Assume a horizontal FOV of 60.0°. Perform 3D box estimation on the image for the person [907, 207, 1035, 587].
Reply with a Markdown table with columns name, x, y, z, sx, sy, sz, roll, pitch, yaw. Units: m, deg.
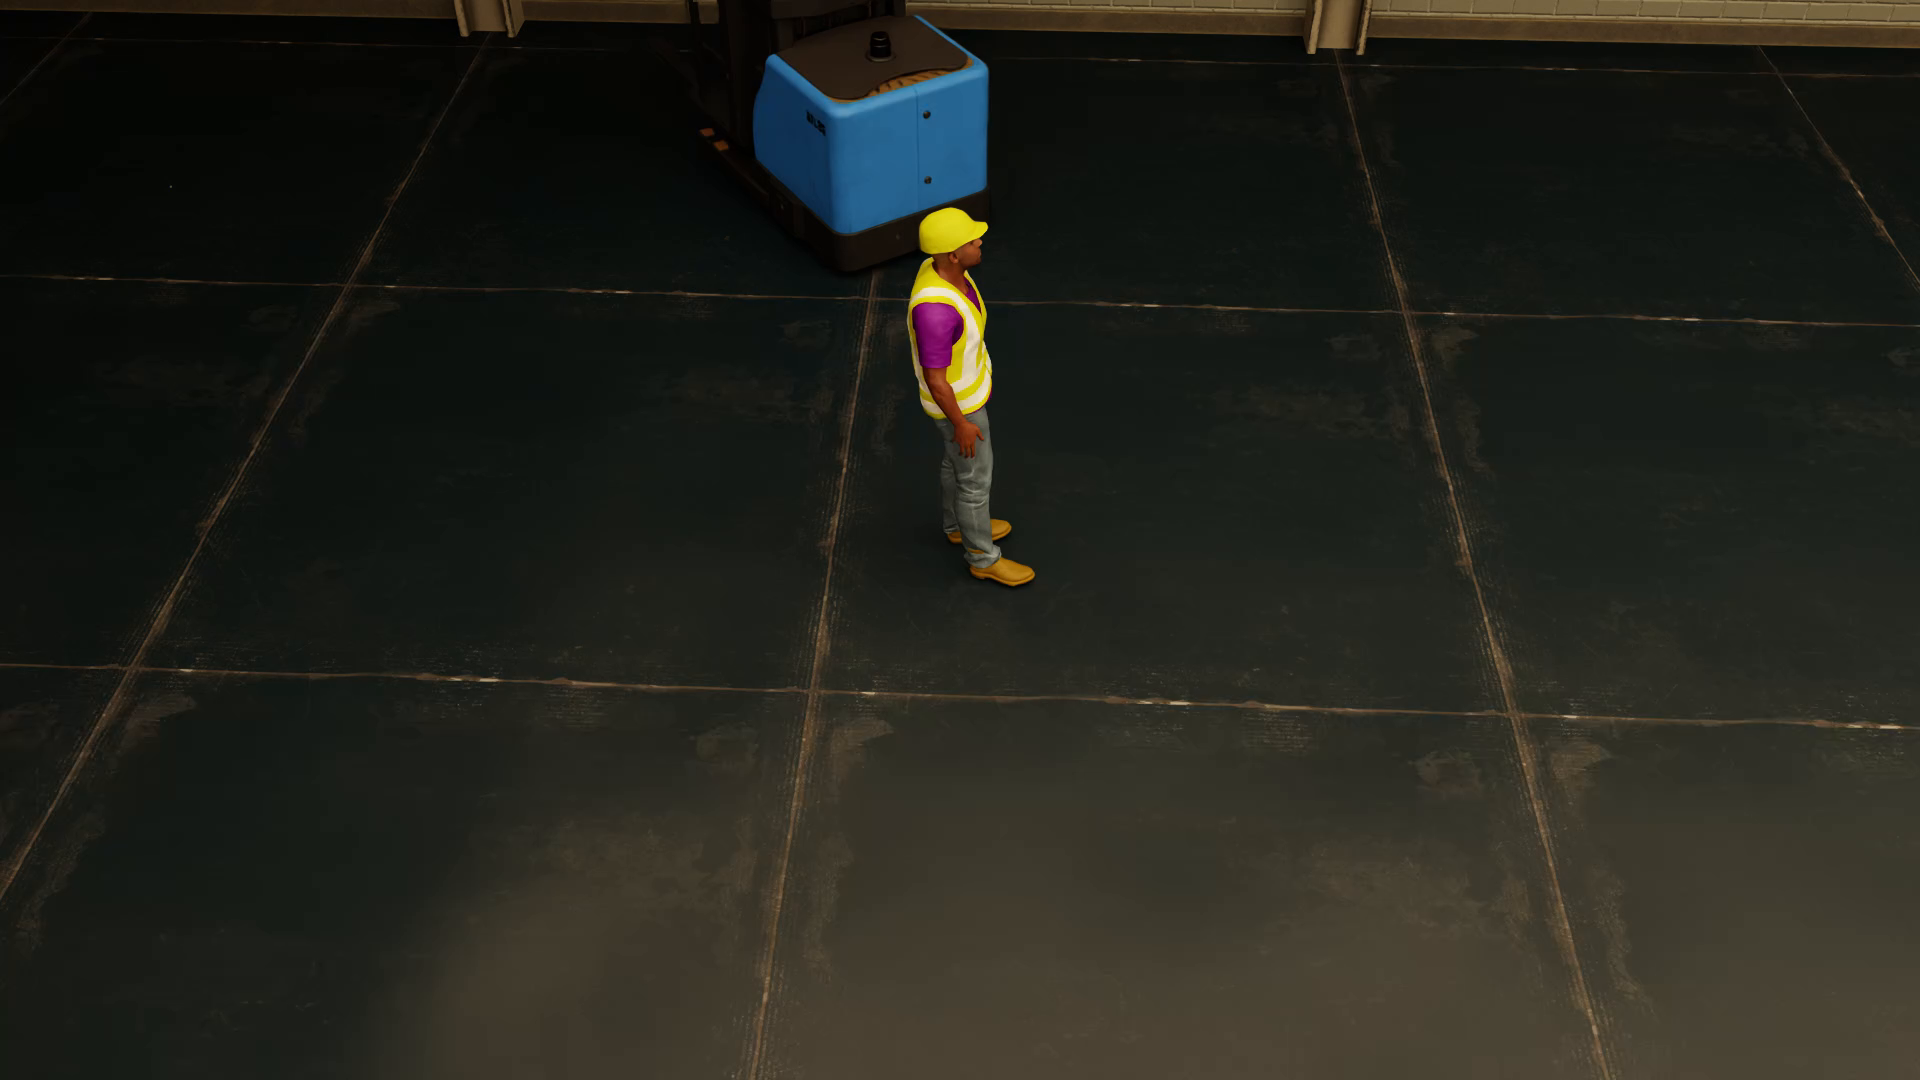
| name | x | y | z | sx | sy | sz | roll | pitch | yaw |
| --- | --- | --- | --- | --- | --- | --- | --- | --- | --- |
| person | 0.069 | -0.651 | 7.309 | 0.577 | 1.765 | 0.665 | 2 | 42 | 2 |

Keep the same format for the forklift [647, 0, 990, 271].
| name | x | y | z | sx | sy | sz | roll | pitch | yaw |
| --- | --- | --- | --- | --- | --- | --- | --- | --- | --- |
| forklift | -1.037 | -3.585 | 9.669 | 1.130 | 2.935 | 3.031 | -23 | 47 | -23 |
